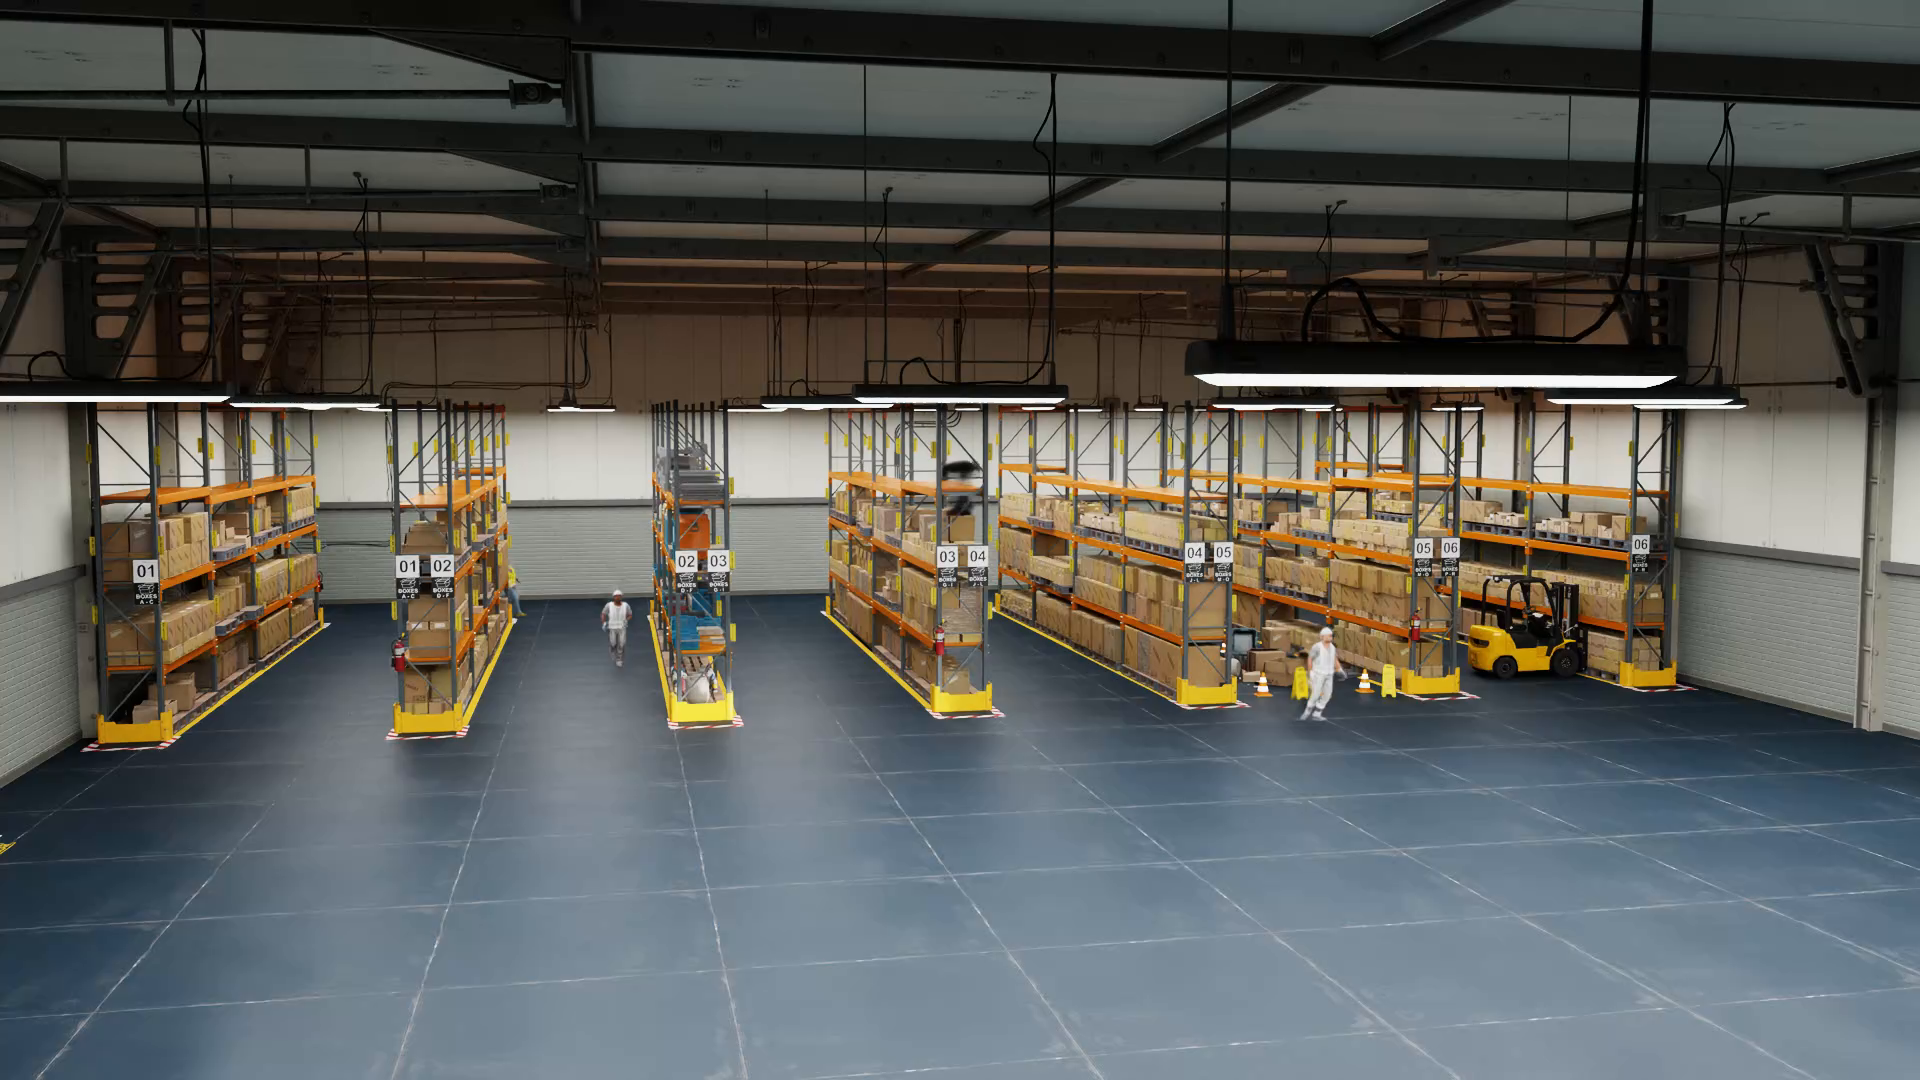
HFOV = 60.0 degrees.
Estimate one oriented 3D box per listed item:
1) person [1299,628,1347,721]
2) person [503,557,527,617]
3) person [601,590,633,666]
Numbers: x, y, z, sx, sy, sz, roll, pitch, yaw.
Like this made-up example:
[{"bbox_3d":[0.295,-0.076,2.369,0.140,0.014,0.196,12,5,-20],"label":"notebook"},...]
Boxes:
[{"bbox_3d":[6.741,2.514,30.922,0.768,1.755,0.592,-3,5,-30],"label":"person"},{"bbox_3d":[-12.744,1.319,46.991,0.909,1.721,0.760,1,5,17],"label":"person"},{"bbox_3d":[-7.770,2.010,37.737,0.695,1.733,0.586,-1,4,-14],"label":"person"}]
